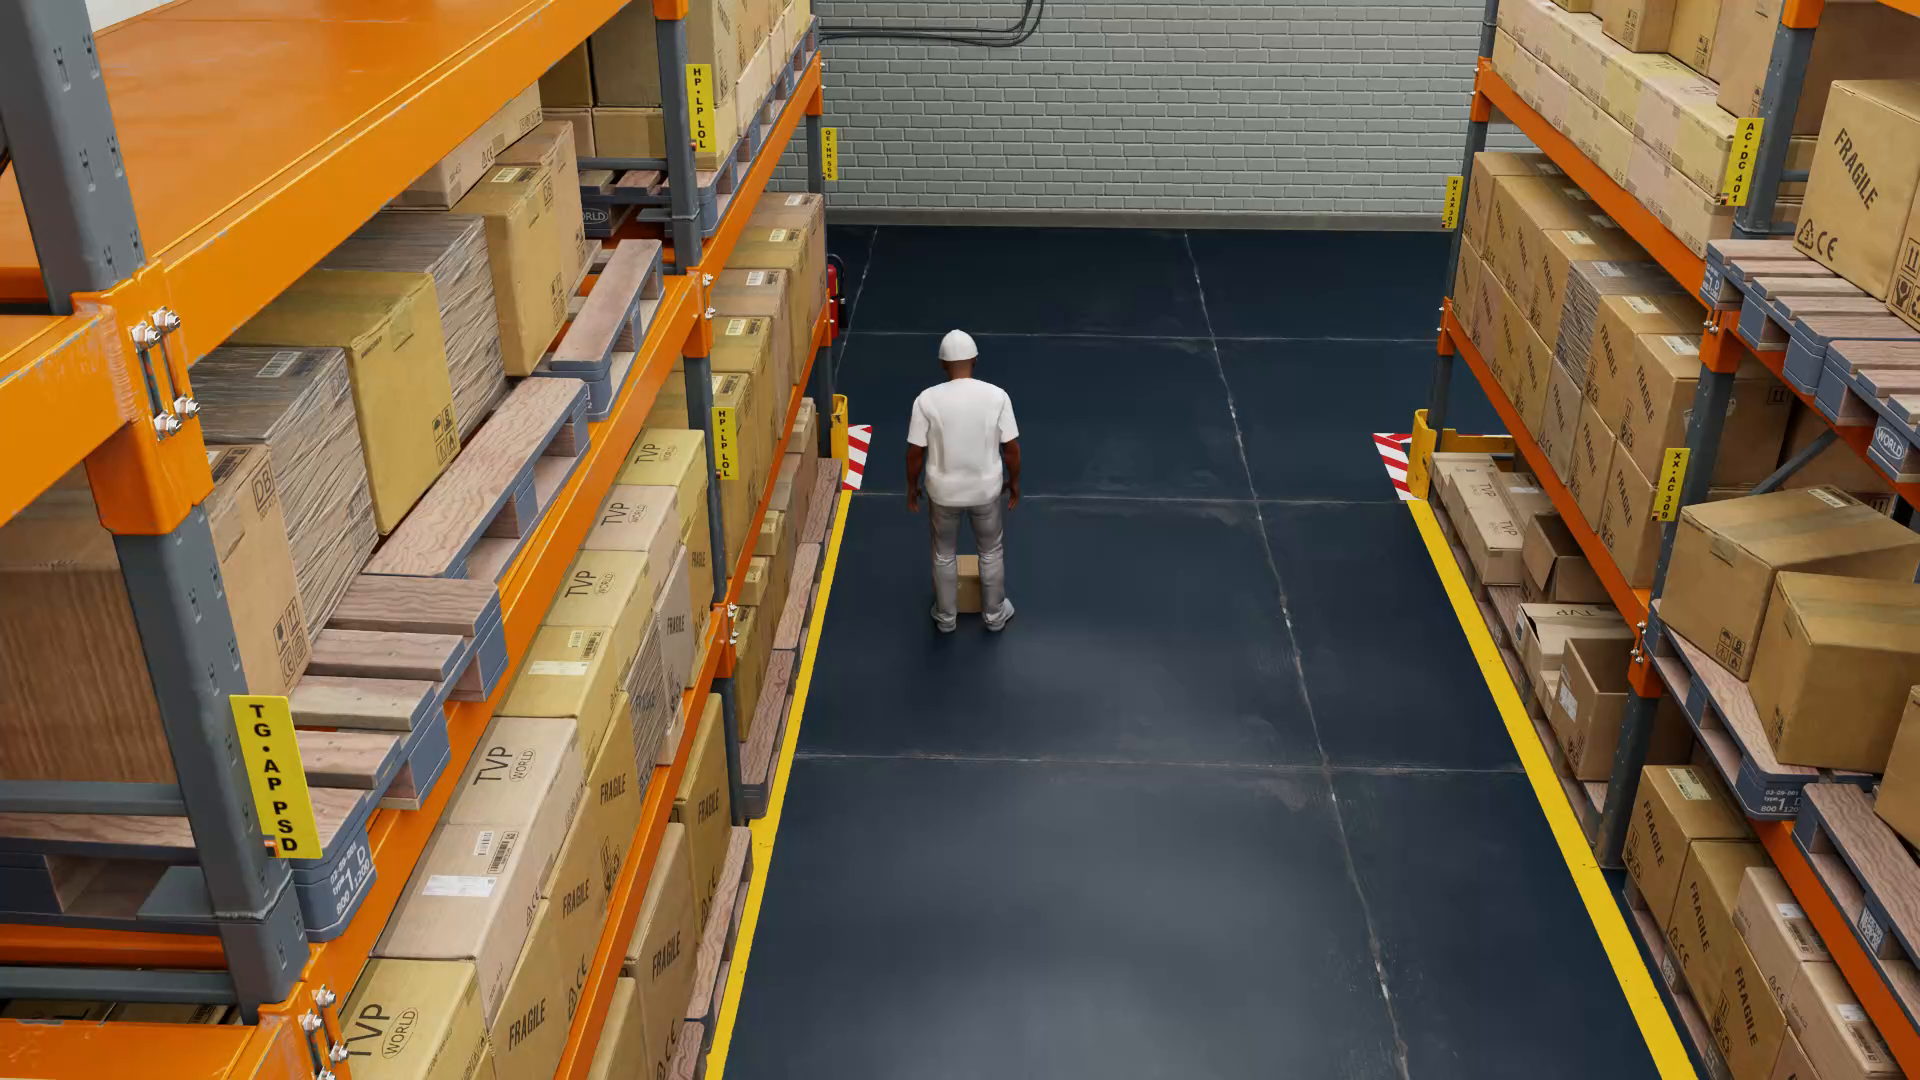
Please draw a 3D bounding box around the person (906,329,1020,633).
[{"bbox_3d":[0.019,-0.302,9.179,0.632,1.755,0.462,-1,28,-2],"label":"person"}]
